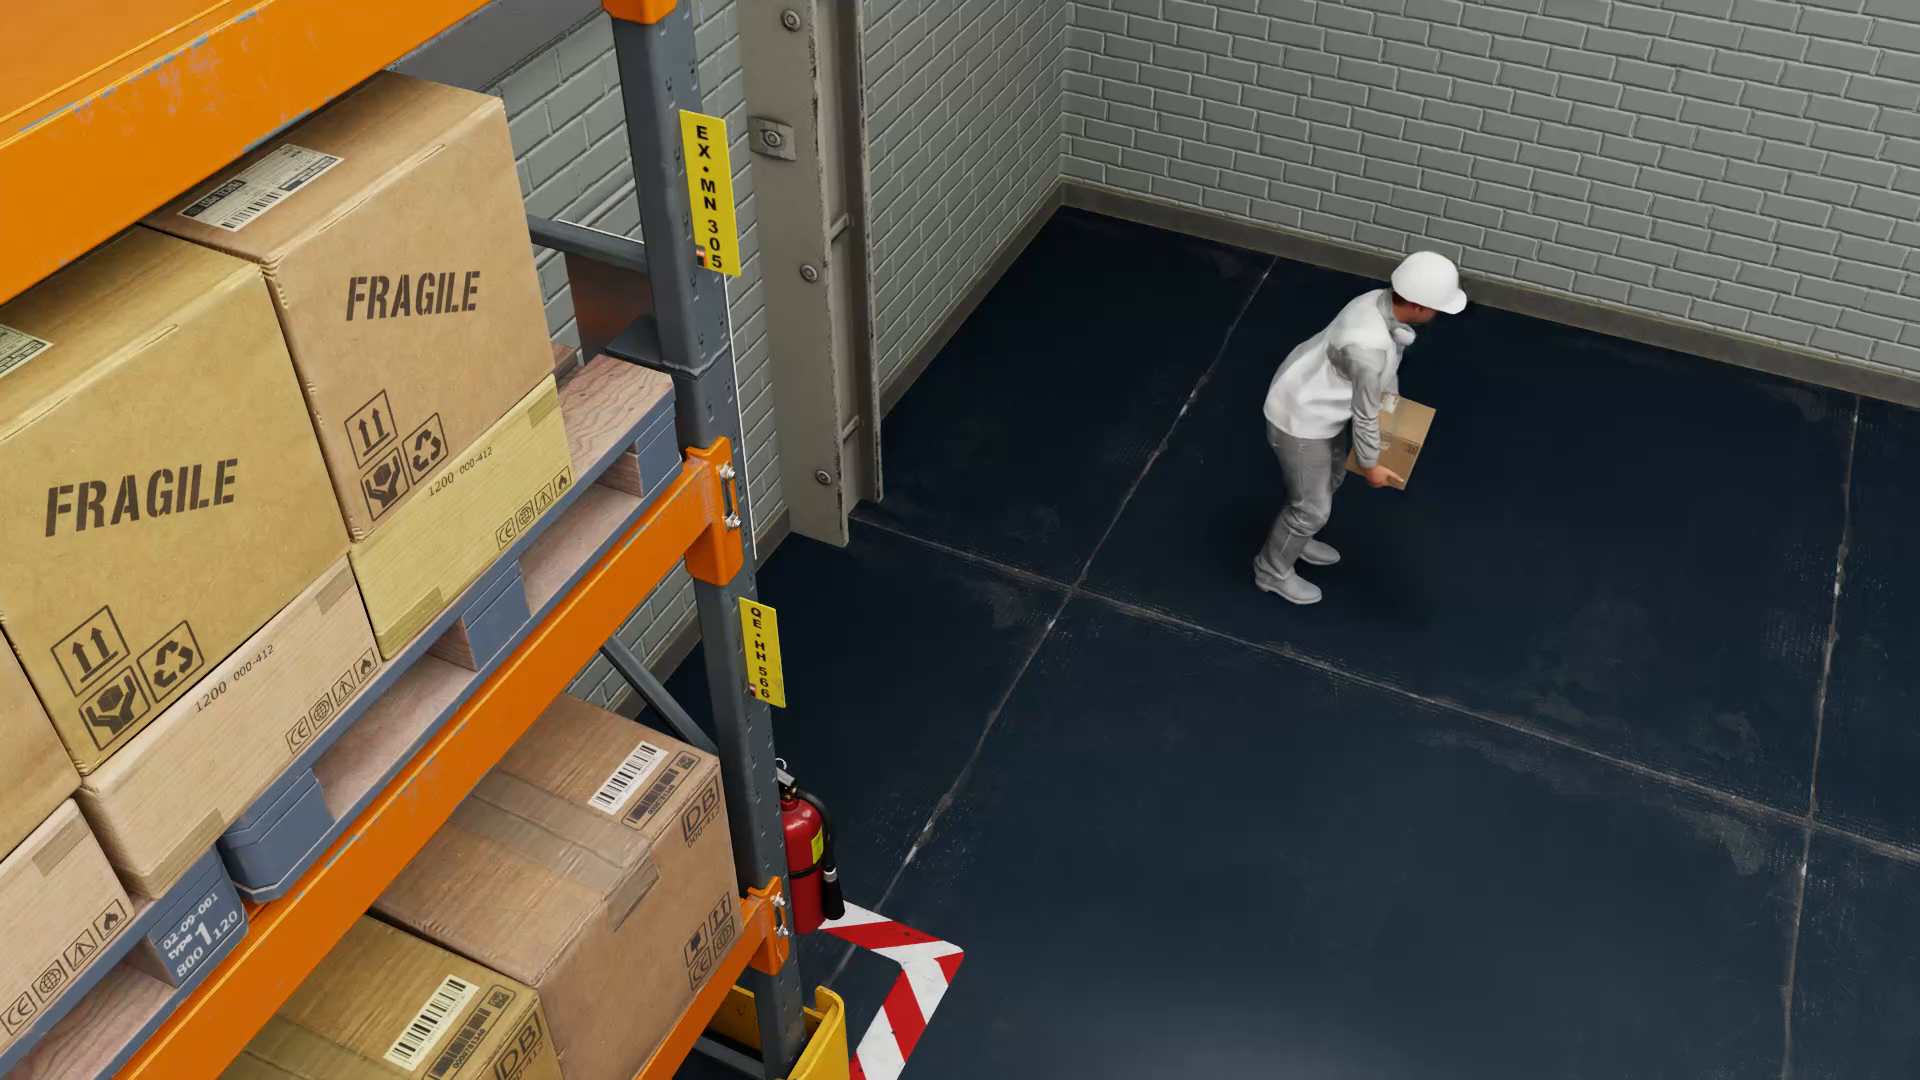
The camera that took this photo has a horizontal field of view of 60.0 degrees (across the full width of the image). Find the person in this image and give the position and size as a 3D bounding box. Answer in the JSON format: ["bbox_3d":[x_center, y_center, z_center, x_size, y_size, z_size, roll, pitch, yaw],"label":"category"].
[{"bbox_3d":[1.534,-0.513,6.719,0.557,1.771,0.495,17,45,18],"label":"person"}]
